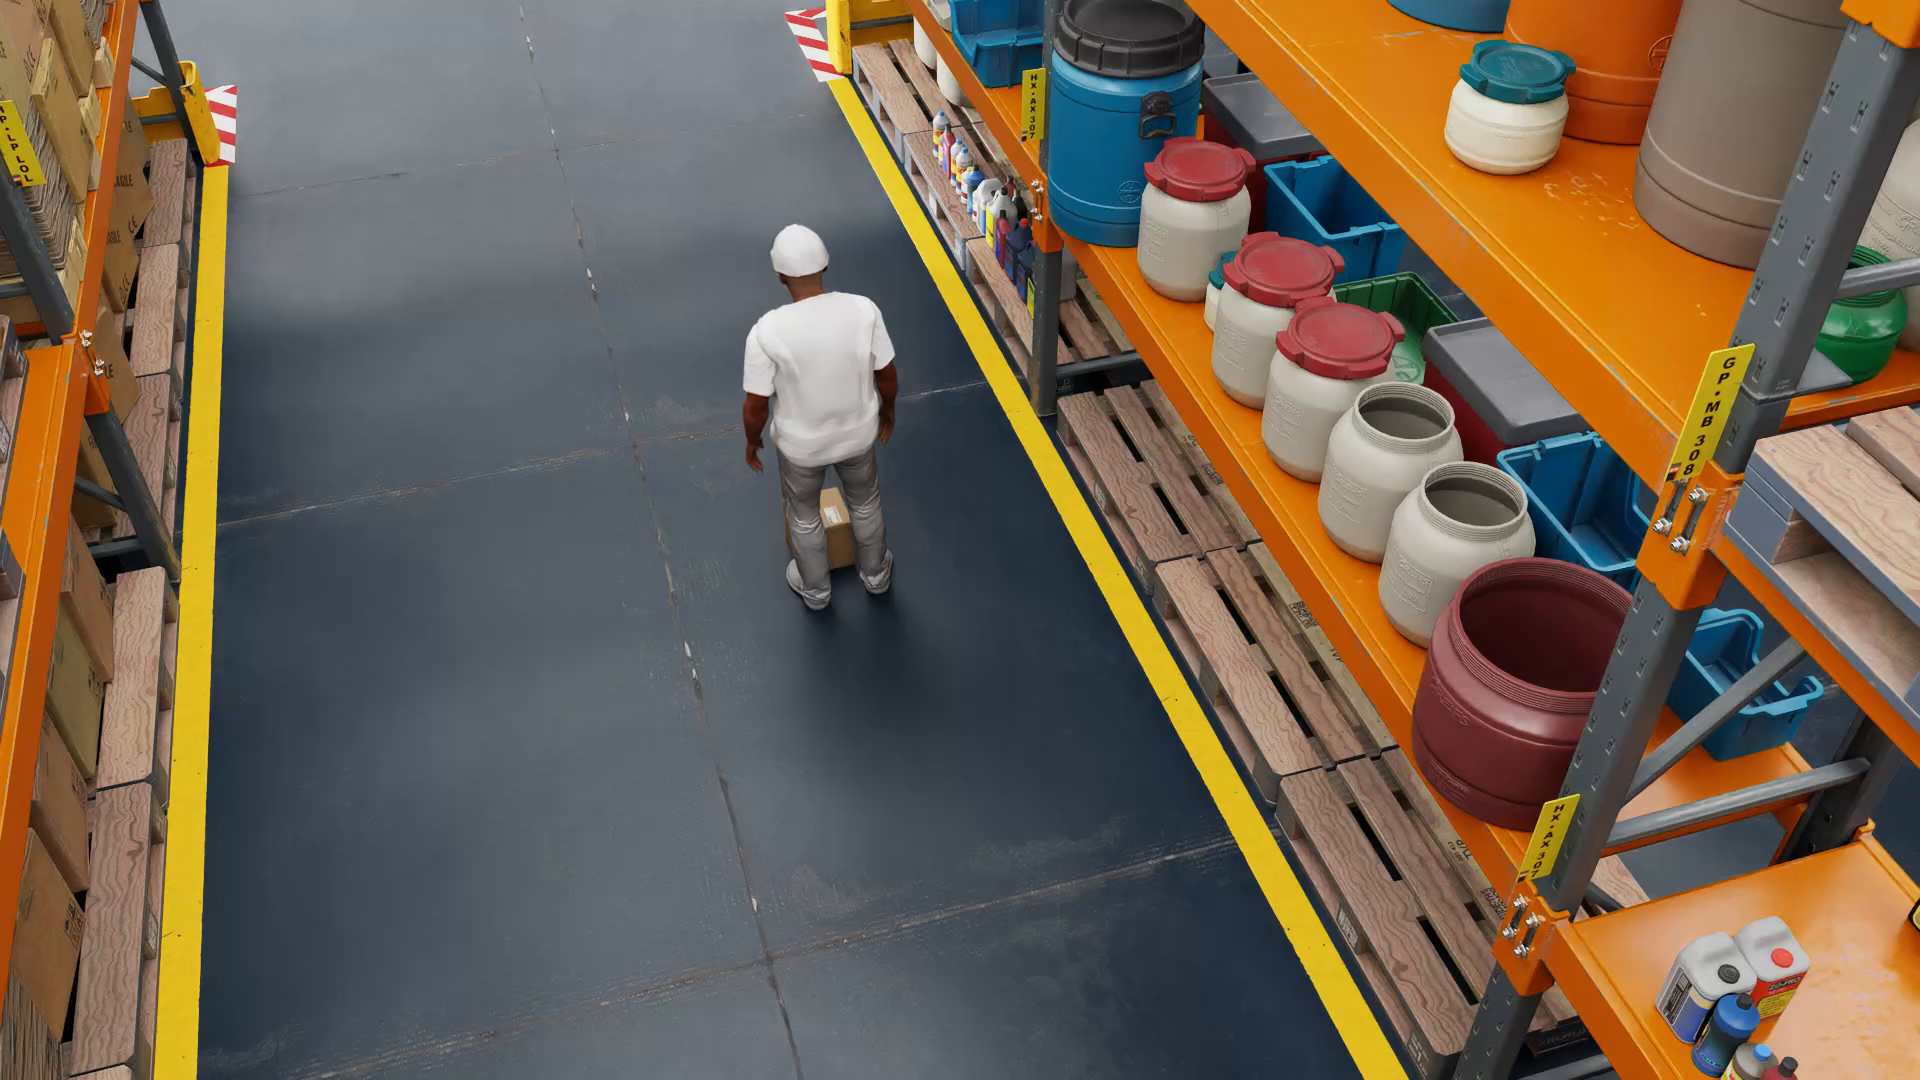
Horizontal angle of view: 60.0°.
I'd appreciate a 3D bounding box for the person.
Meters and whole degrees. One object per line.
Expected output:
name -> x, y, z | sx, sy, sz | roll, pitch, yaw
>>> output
person -> -0.552, -0.454, 6.651 | 0.637, 1.761, 0.455 | -14, 44, -15
